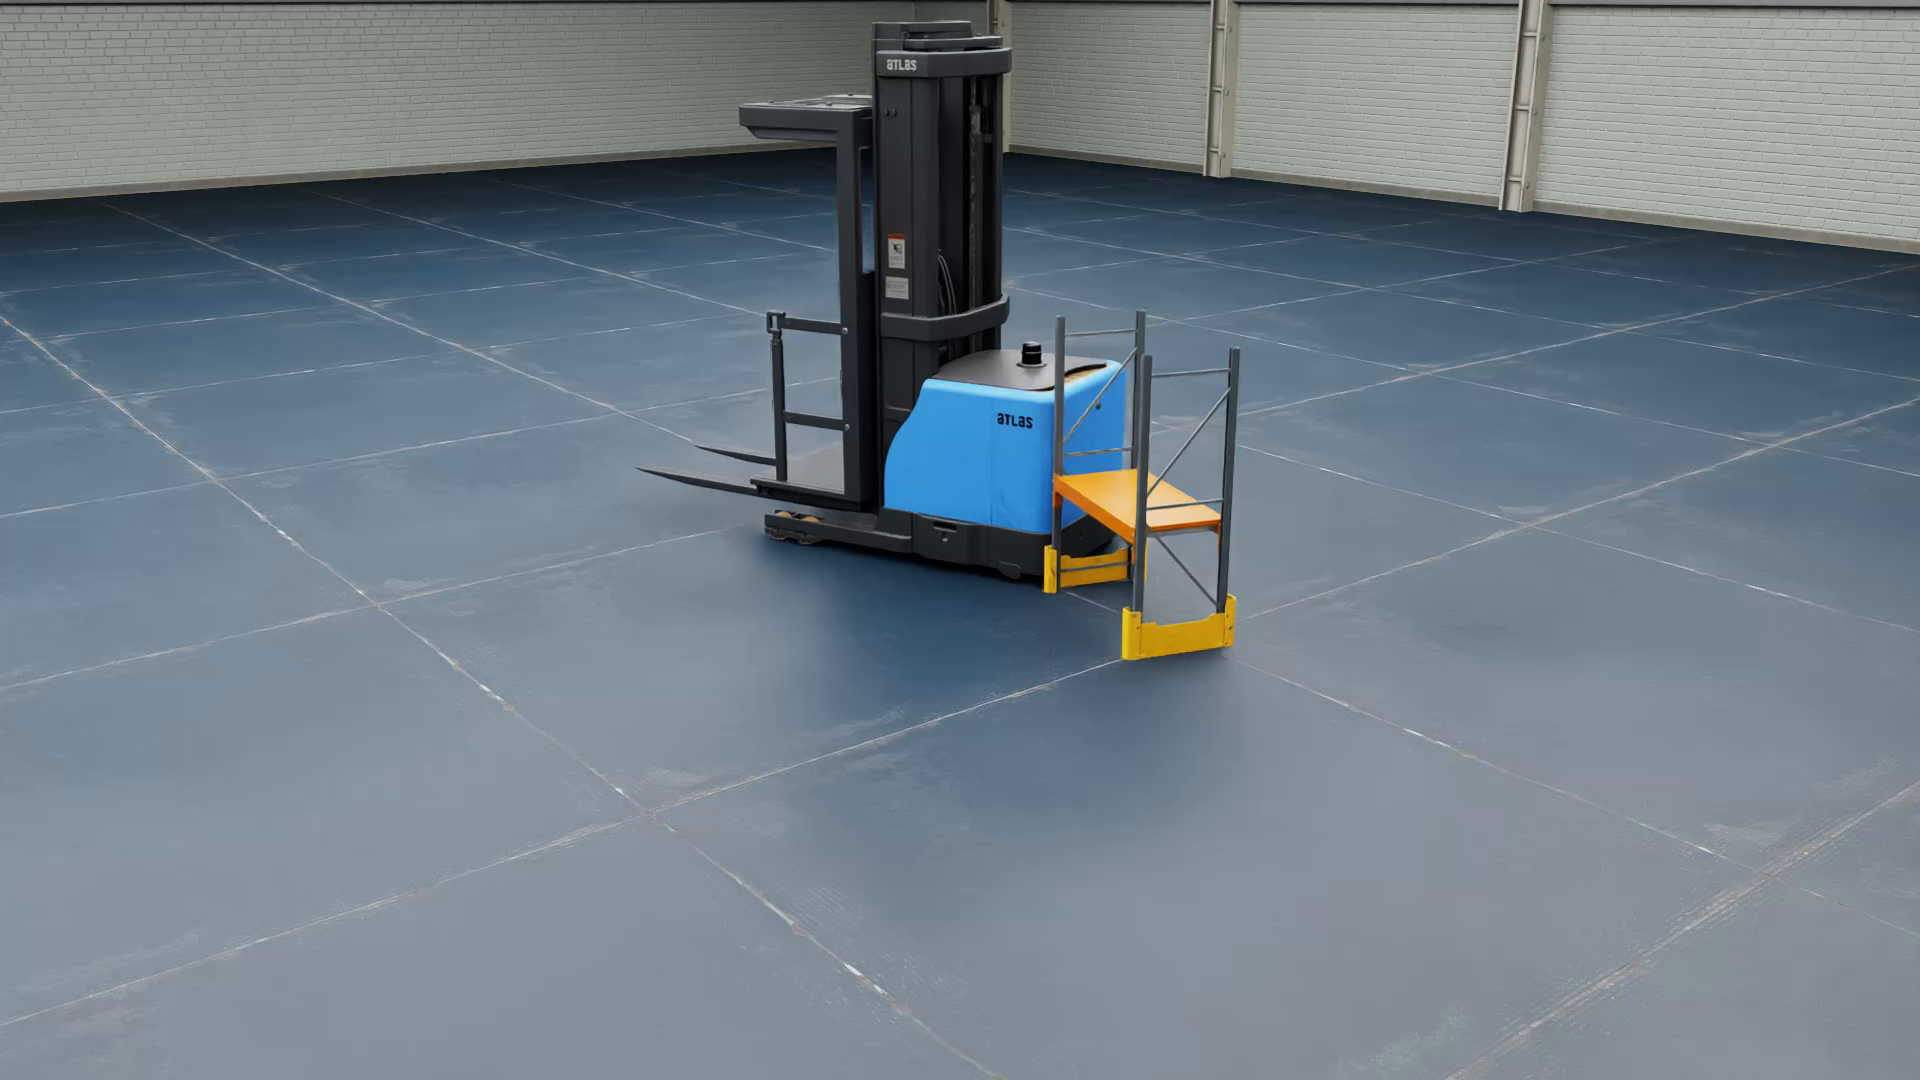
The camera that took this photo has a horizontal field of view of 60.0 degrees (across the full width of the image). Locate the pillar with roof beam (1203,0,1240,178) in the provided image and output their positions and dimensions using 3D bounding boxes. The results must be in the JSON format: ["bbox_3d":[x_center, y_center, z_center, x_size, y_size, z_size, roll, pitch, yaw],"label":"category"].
[{"bbox_3d":[1.121,-9.788,25.108,9.100,9.000,0.400,-14,23,-36],"label":"pillar with roof beam"}]

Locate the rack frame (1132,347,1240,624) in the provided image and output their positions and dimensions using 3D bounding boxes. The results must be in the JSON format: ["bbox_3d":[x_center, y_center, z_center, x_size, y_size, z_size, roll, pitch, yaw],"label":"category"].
[{"bbox_3d":[1.076,-0.165,7.974,0.500,1.500,0.032,-6,19,-19],"label":"rack frame"}]

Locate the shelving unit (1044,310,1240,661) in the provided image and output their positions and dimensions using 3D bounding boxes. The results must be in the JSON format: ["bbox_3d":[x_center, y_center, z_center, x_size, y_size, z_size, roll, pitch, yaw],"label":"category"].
[{"bbox_3d":[0.908,-0.313,8.420,0.587,1.500,1.083,-6,19,-19],"label":"shelving unit"}]

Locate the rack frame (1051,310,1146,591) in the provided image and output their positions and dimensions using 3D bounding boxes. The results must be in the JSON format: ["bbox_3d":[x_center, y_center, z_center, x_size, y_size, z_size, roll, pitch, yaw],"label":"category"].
[{"bbox_3d":[0.734,-0.466,8.883,0.500,1.500,0.032,-6,19,-19],"label":"rack frame"}]

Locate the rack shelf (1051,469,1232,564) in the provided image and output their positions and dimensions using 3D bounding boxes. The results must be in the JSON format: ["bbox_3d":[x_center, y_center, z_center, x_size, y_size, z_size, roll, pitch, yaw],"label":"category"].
[{"bbox_3d":[0.905,-0.144,8.485,0.538,0.185,1.000,-6,19,-19],"label":"rack shelf"}]

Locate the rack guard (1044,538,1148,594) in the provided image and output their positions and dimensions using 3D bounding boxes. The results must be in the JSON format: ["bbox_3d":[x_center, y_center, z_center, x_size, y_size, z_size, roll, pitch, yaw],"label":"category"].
[{"bbox_3d":[0.741,0.133,9.062,0.587,0.250,0.087,-6,19,-19],"label":"rack guard"}]

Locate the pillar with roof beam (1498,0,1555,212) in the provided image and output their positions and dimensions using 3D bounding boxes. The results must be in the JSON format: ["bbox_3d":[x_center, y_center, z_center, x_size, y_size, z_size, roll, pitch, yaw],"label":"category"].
[{"bbox_3d":[4.846,-8.310,20.643,9.100,9.000,0.400,-14,23,-36],"label":"pillar with roof beam"}]

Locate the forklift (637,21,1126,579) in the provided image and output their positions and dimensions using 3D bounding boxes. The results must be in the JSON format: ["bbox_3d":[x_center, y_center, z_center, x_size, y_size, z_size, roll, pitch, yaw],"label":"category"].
[{"bbox_3d":[-0.571,-1.493,9.709,3.031,2.935,1.130,10,21,28],"label":"forklift"}]

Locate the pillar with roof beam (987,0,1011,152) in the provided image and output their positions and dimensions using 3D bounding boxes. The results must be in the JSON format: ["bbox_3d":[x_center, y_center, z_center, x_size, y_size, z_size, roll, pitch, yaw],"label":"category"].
[{"bbox_3d":[-2.604,-11.267,29.573,9.100,9.000,0.400,-14,23,-36],"label":"pillar with roof beam"}]

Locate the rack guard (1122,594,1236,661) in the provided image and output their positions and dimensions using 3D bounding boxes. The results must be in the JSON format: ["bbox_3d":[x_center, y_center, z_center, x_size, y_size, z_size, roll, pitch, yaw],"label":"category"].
[{"bbox_3d":[1.076,0.428,8.172,0.587,0.250,0.087,-6,19,-19],"label":"rack guard"}]
